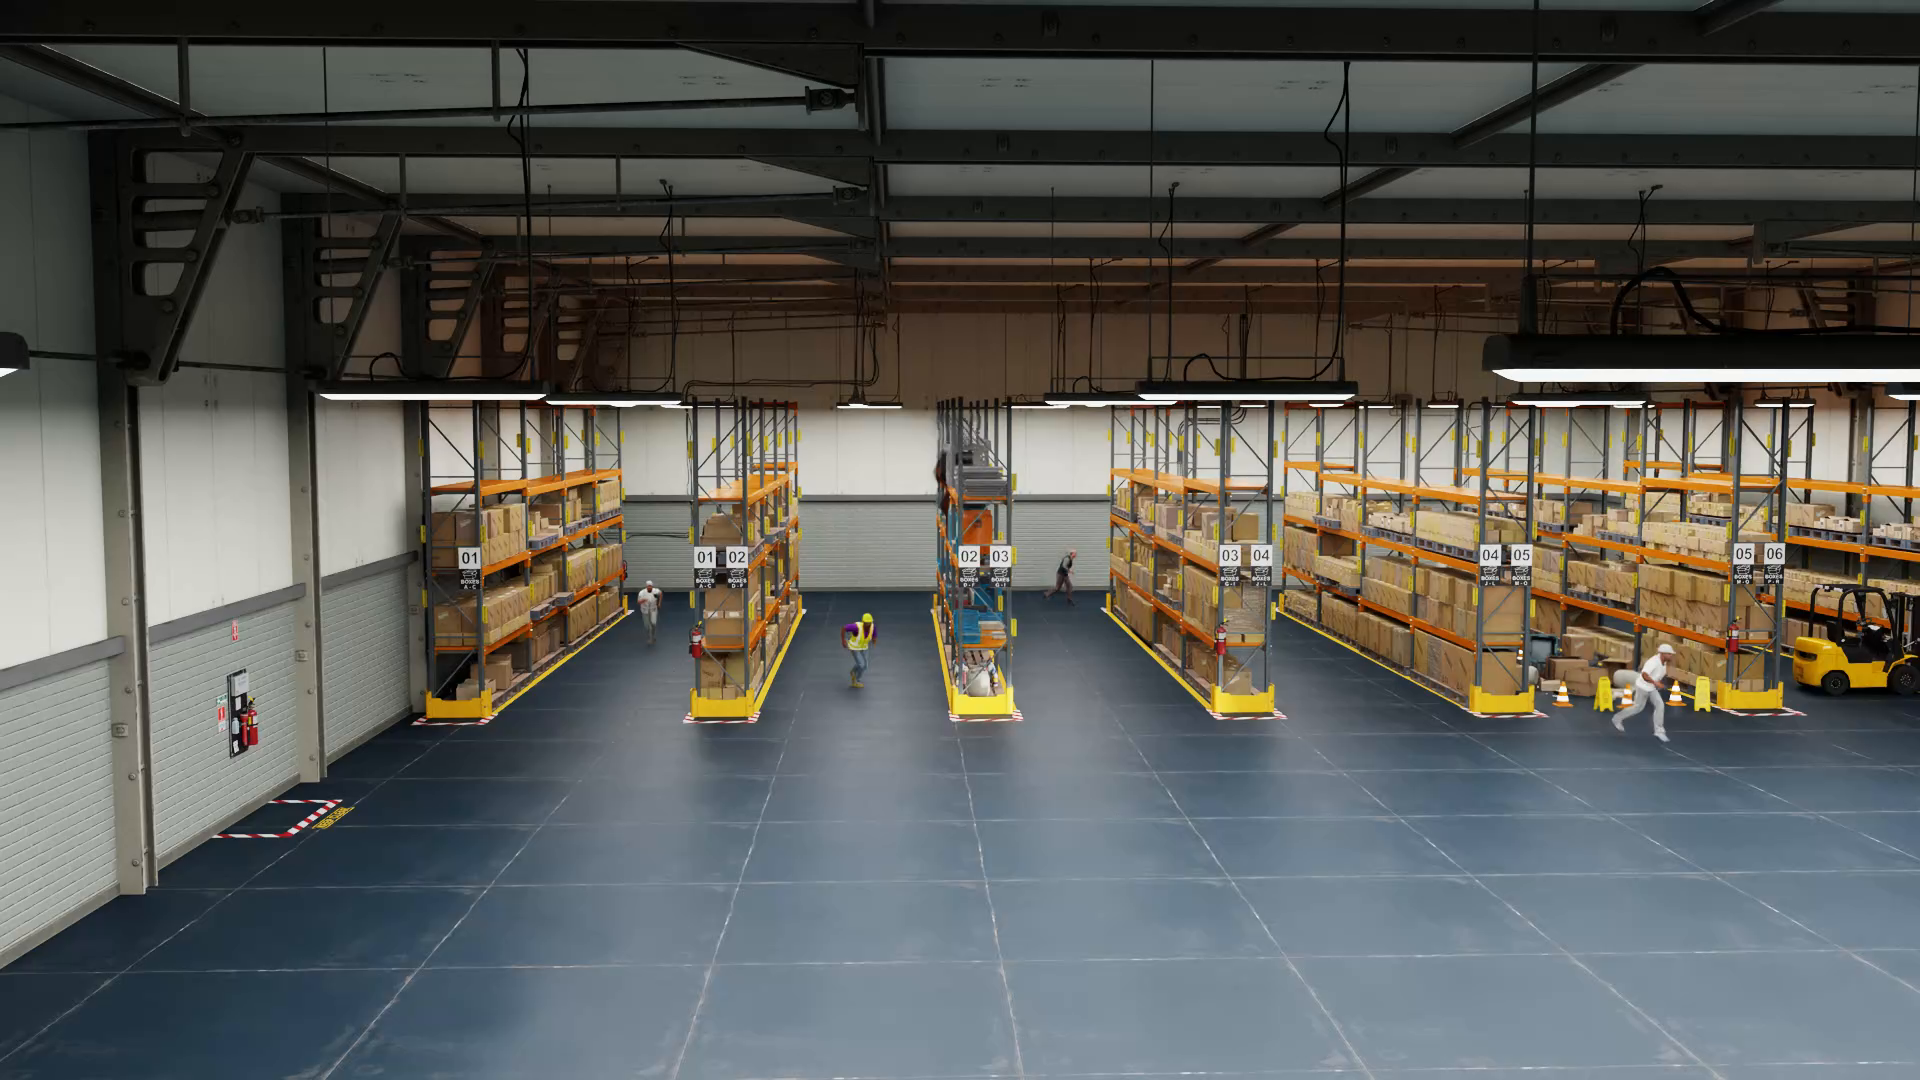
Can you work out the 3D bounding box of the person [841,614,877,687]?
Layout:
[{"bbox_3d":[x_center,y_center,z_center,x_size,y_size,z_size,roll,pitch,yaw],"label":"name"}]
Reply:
[{"bbox_3d":[-2.071,2.284,34.321,0.735,1.578,0.839,-3,5,-32],"label":"person"}]

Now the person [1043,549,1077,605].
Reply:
[{"bbox_3d":[2.967,1.111,49.364,1.007,1.681,0.696,0,4,6],"label":"person"}]

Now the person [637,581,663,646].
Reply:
[{"bbox_3d":[-7.559,1.774,40.580,0.587,1.609,0.868,0,4,-6],"label":"person"}]

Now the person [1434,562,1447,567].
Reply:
[{"bbox_3d":[14.114,1.084,49.004,0.672,1.700,0.690,-1,4,-8],"label":"person"}]

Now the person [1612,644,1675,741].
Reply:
[{"bbox_3d":[12.005,2.647,29.205,1.056,1.715,0.744,4,6,40],"label":"person"}]
